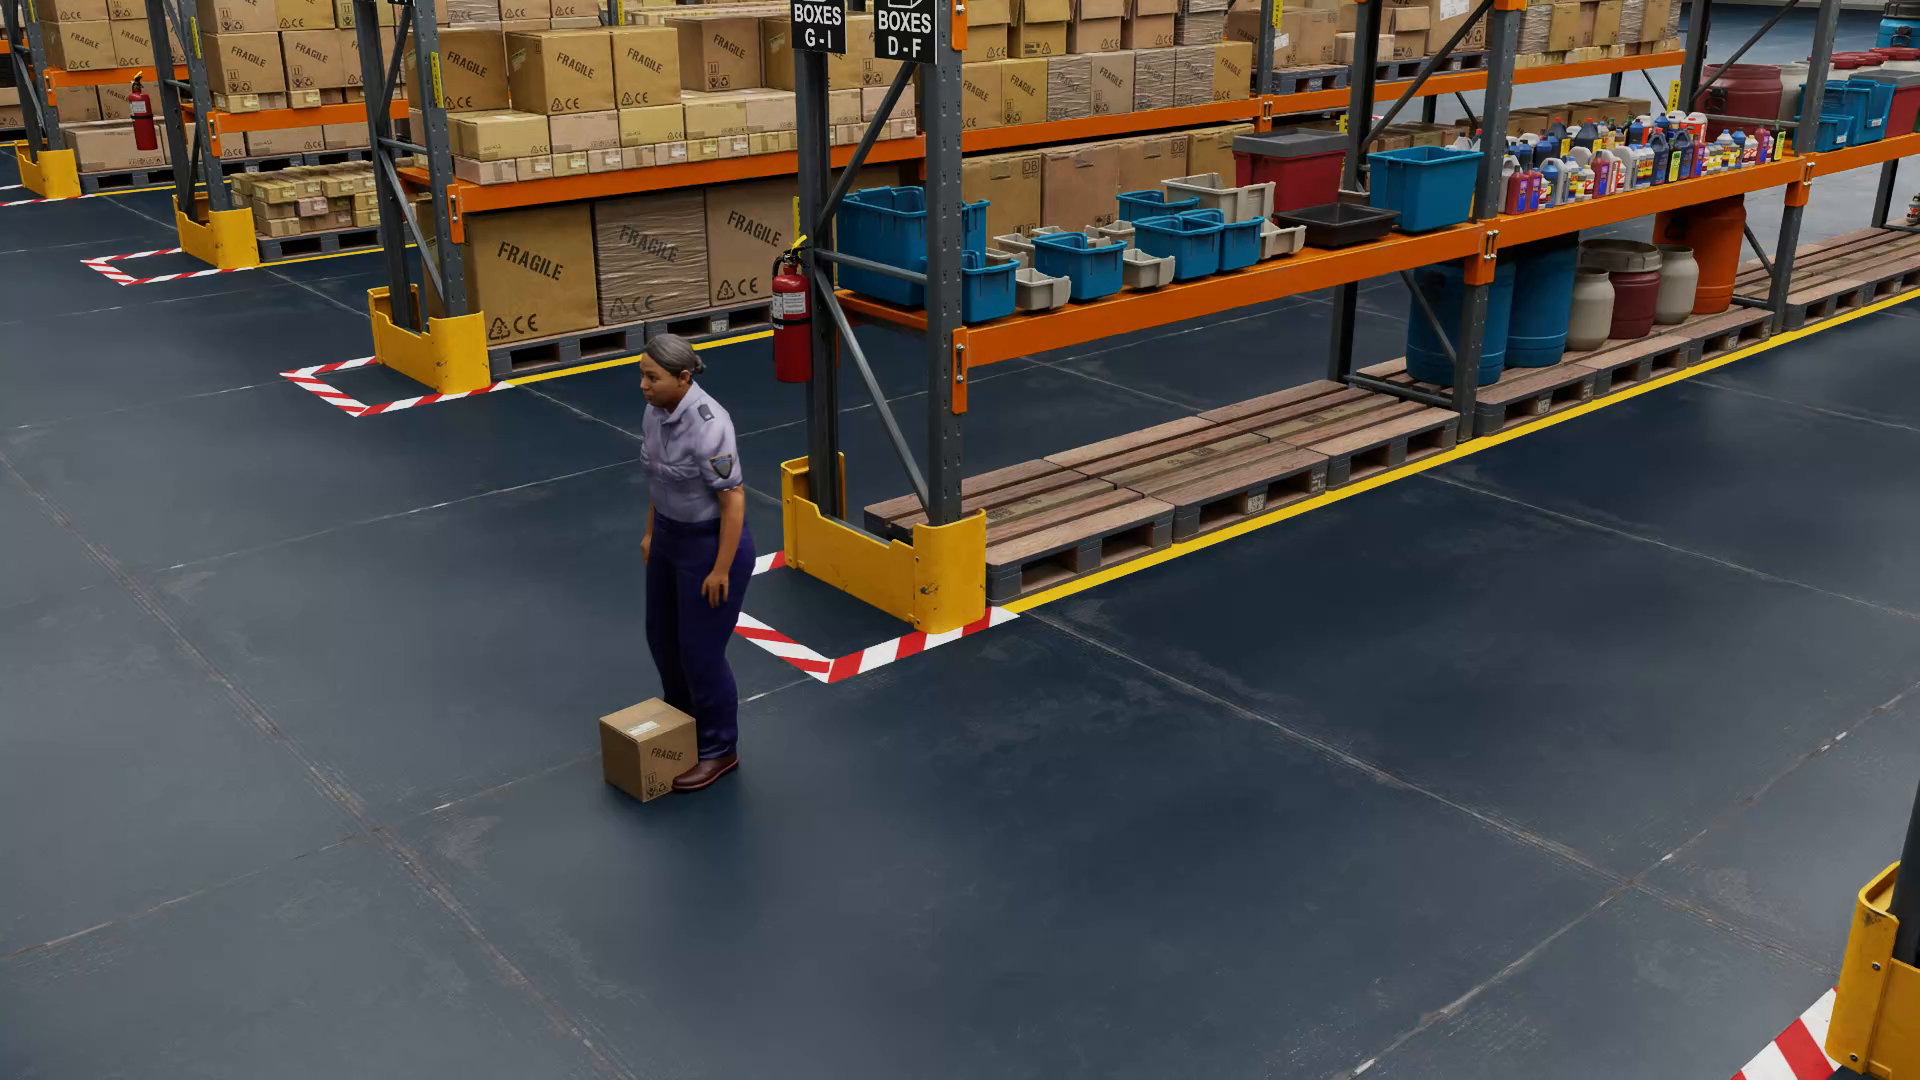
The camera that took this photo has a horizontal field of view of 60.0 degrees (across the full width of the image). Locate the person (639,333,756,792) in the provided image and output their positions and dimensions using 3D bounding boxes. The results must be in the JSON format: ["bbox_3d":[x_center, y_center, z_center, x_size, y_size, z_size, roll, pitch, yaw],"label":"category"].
[{"bbox_3d":[-0.973,0.057,5.945,0.413,1.652,0.538,-17,27,-37],"label":"person"}]
